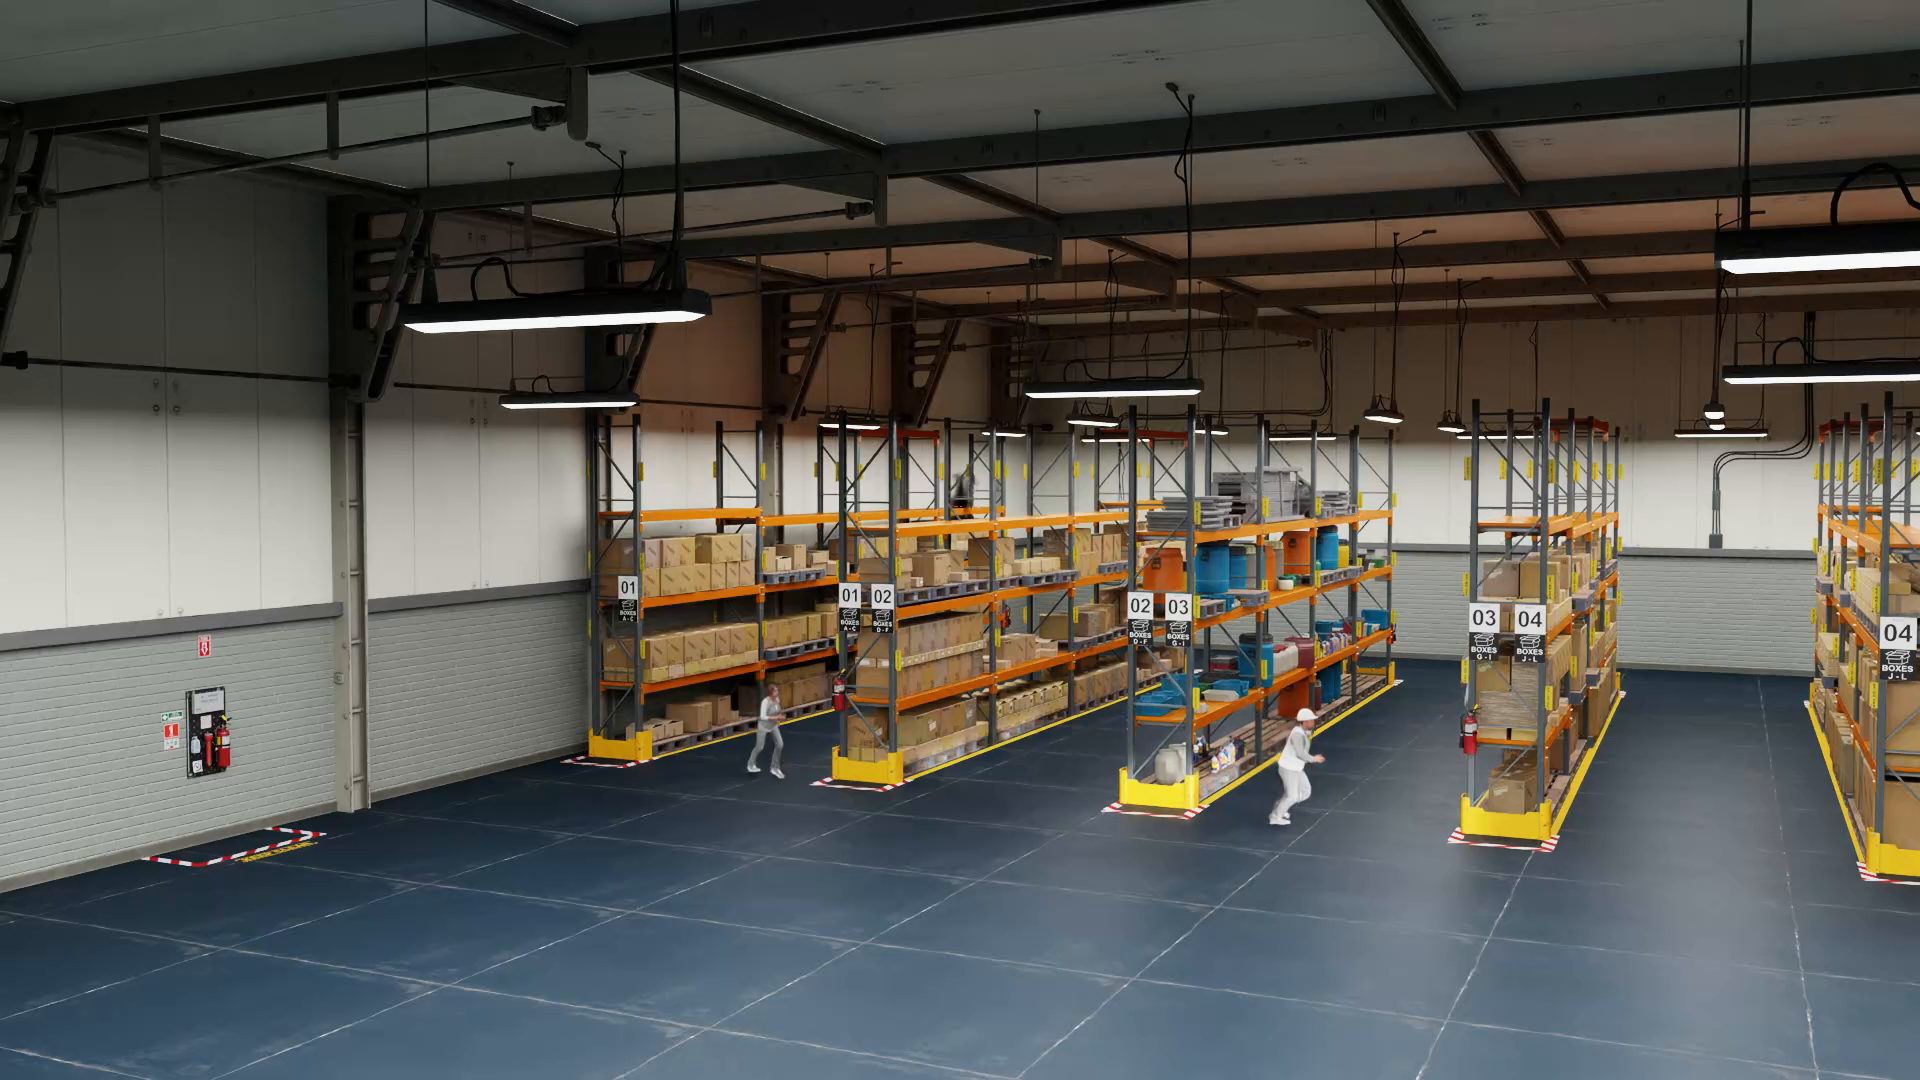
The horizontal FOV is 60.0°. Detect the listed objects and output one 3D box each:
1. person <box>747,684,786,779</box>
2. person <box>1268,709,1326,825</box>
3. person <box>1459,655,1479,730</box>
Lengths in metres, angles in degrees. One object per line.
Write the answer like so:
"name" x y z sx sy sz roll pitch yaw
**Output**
"person" -3.140 3.108 27.187 0.904 1.562 0.536 2 3 43
"person" 4.760 3.201 23.472 0.795 1.667 0.643 1 3 21
"person" 10.020 2.881 32.113 0.704 1.606 1.134 2 3 33
